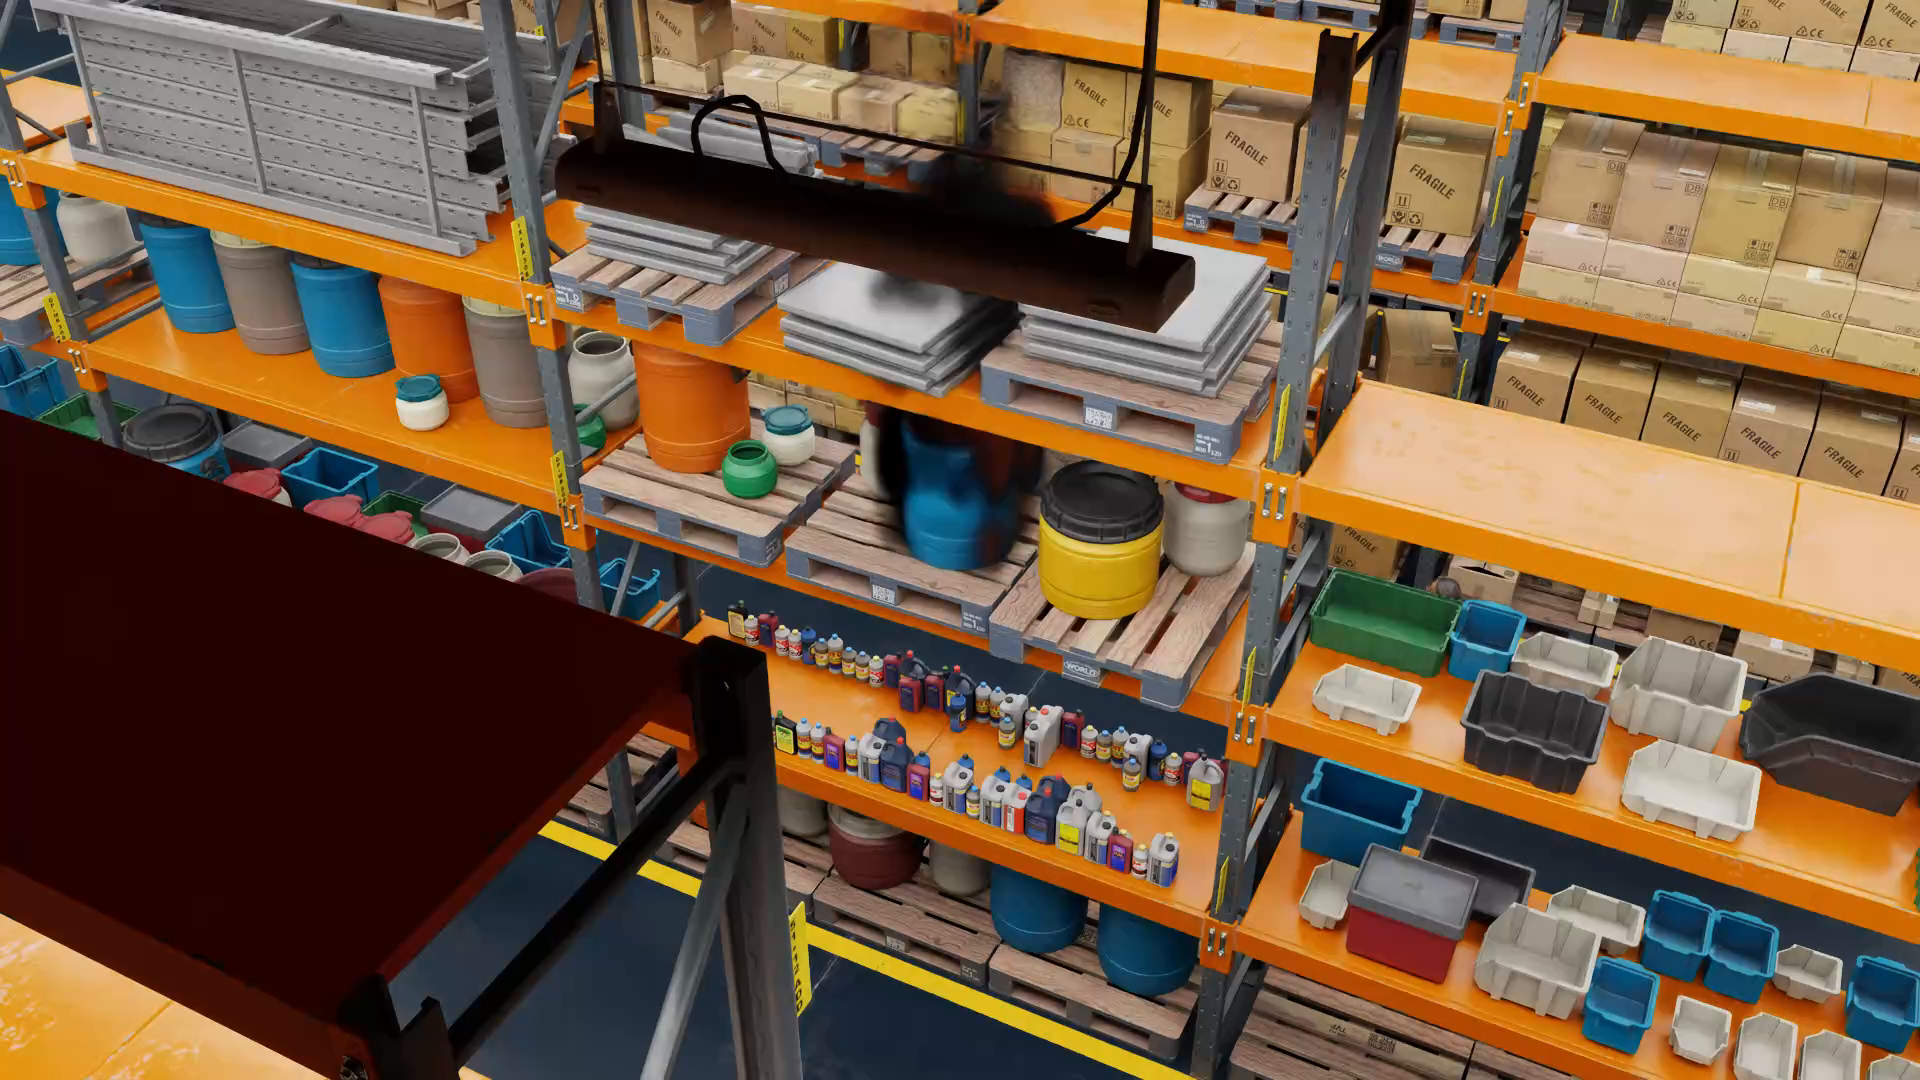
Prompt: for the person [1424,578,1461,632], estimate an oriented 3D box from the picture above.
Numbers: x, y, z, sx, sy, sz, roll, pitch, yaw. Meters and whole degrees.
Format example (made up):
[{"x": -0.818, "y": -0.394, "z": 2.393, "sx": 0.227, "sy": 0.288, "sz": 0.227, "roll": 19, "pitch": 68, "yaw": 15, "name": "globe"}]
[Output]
[{"x": 2.992, "y": 0.952, "z": 10.639, "sx": 0.761, "sy": 1.614, "sz": 0.593, "roll": 15, "pitch": 38, "yaw": 20, "name": "person"}]
